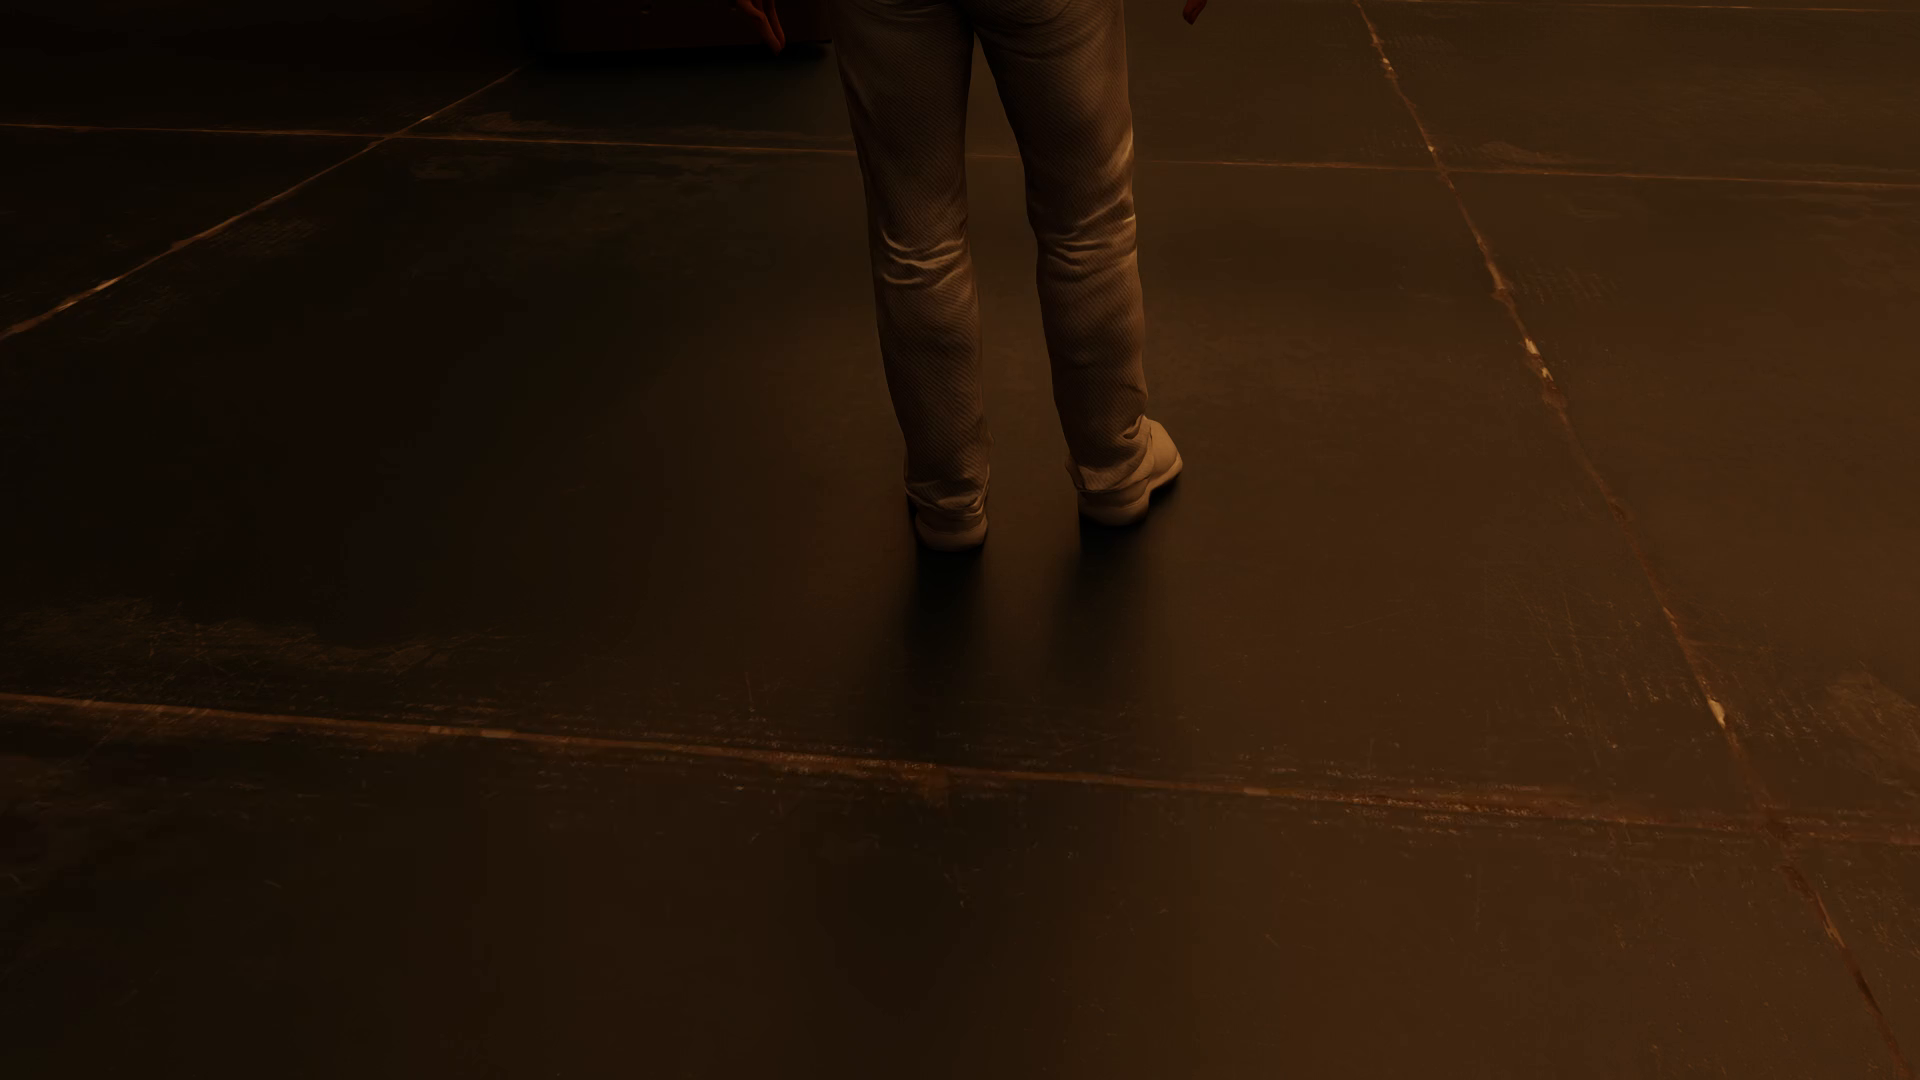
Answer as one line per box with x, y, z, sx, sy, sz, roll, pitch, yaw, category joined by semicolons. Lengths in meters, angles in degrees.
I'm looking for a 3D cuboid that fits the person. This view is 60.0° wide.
0.016;-0.827;2.163;0.665;1.765;0.577;3;27;7;person

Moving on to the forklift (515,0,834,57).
-1.323;-3.602;6.438;1.130;2.935;3.031;-7;27;-14;forklift
